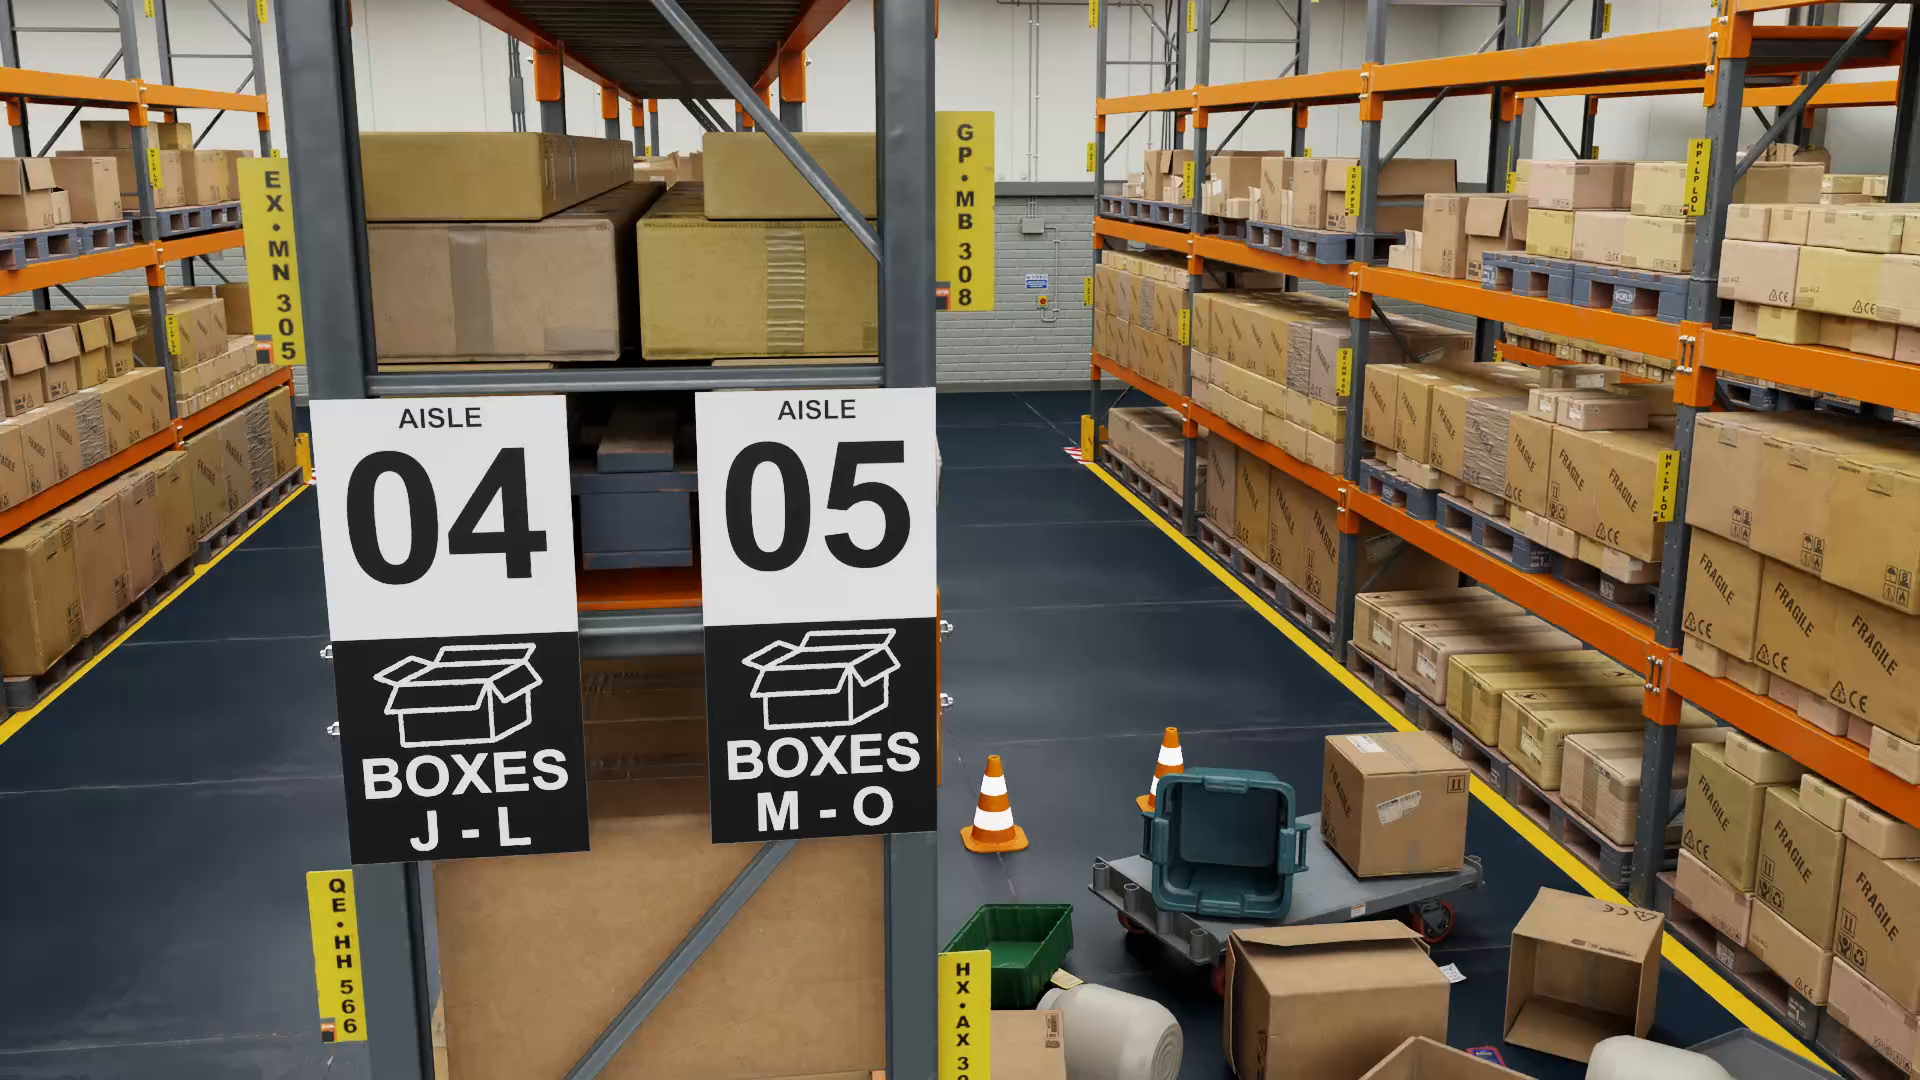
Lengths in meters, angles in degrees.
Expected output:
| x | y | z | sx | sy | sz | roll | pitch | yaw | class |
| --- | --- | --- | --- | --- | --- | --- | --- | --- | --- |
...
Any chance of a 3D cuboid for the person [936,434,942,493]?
| x | y | z | sx | sy | sz | roll | pitch | yaw | class |
| --- | --- | --- | --- | --- | --- | --- | --- | --- | --- |
| -0.425 | -0.449 | 13.795 | 0.557 | 1.688 | 0.476 | 0 | 13 | 1 | person |
